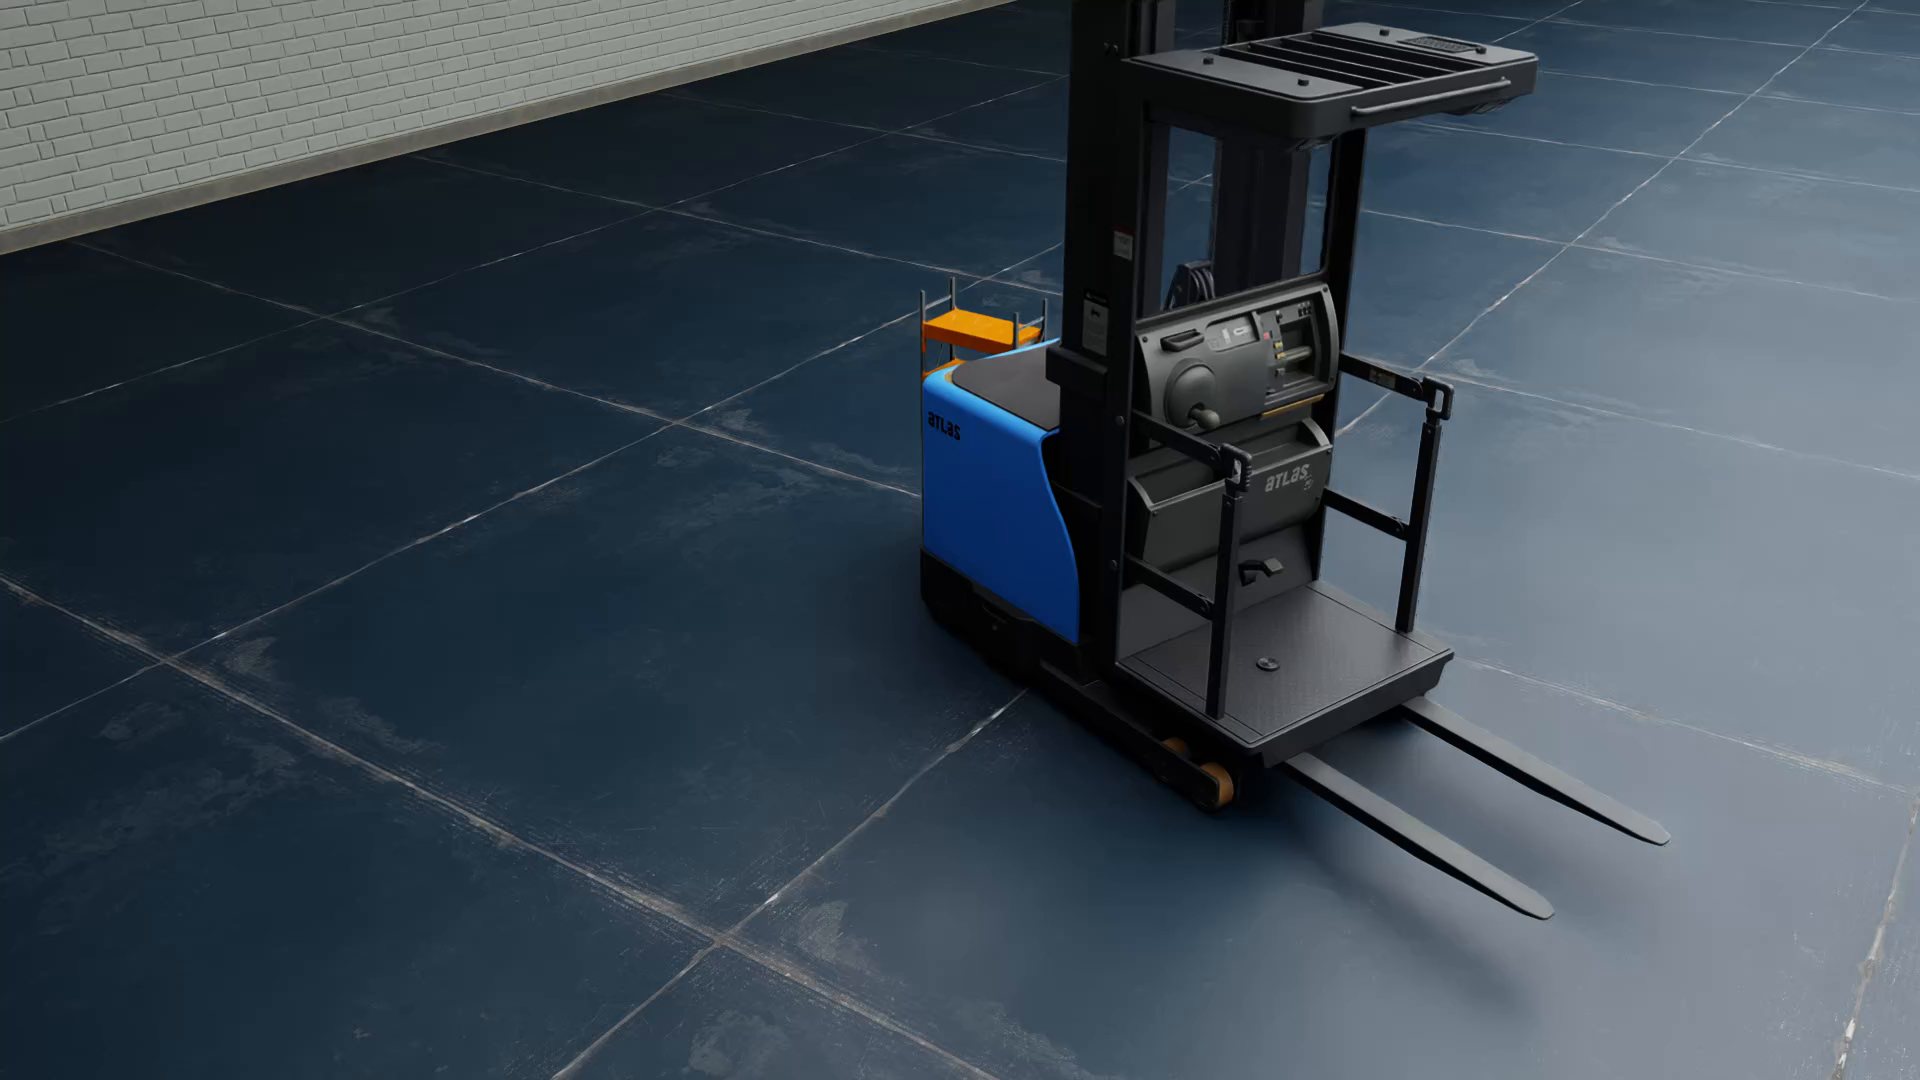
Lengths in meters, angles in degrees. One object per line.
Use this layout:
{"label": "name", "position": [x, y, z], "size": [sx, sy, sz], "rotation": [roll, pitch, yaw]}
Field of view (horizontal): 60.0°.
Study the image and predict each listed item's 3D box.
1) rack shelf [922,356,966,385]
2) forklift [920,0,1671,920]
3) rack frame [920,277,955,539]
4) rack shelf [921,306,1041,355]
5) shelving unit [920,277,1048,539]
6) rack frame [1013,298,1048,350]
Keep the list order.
{"label": "rack shelf", "position": [0.100, -0.658, 7.338], "size": [0.480, 0.148, 0.258], "rotation": [18, 32, 31]}
{"label": "forklift", "position": [1.115, -0.610, 5.680], "size": [1.130, 2.935, 3.031], "rotation": [-19, 32, -32]}
{"label": "rack frame", "position": [-0.098, -0.583, 7.536], "size": [0.015, 1.200, 0.240], "rotation": [18, 32, 31]}
{"label": "rack shelf", "position": [0.100, -0.869, 7.231], "size": [0.480, 0.148, 0.258], "rotation": [18, 32, 31]}
{"label": "shelving unit", "position": [0.100, -0.519, 7.409], "size": [0.503, 1.200, 0.258], "rotation": [18, 32, 31]}
{"label": "rack frame", "position": [0.298, -0.454, 7.282], "size": [0.015, 1.200, 0.240], "rotation": [18, 32, 31]}
